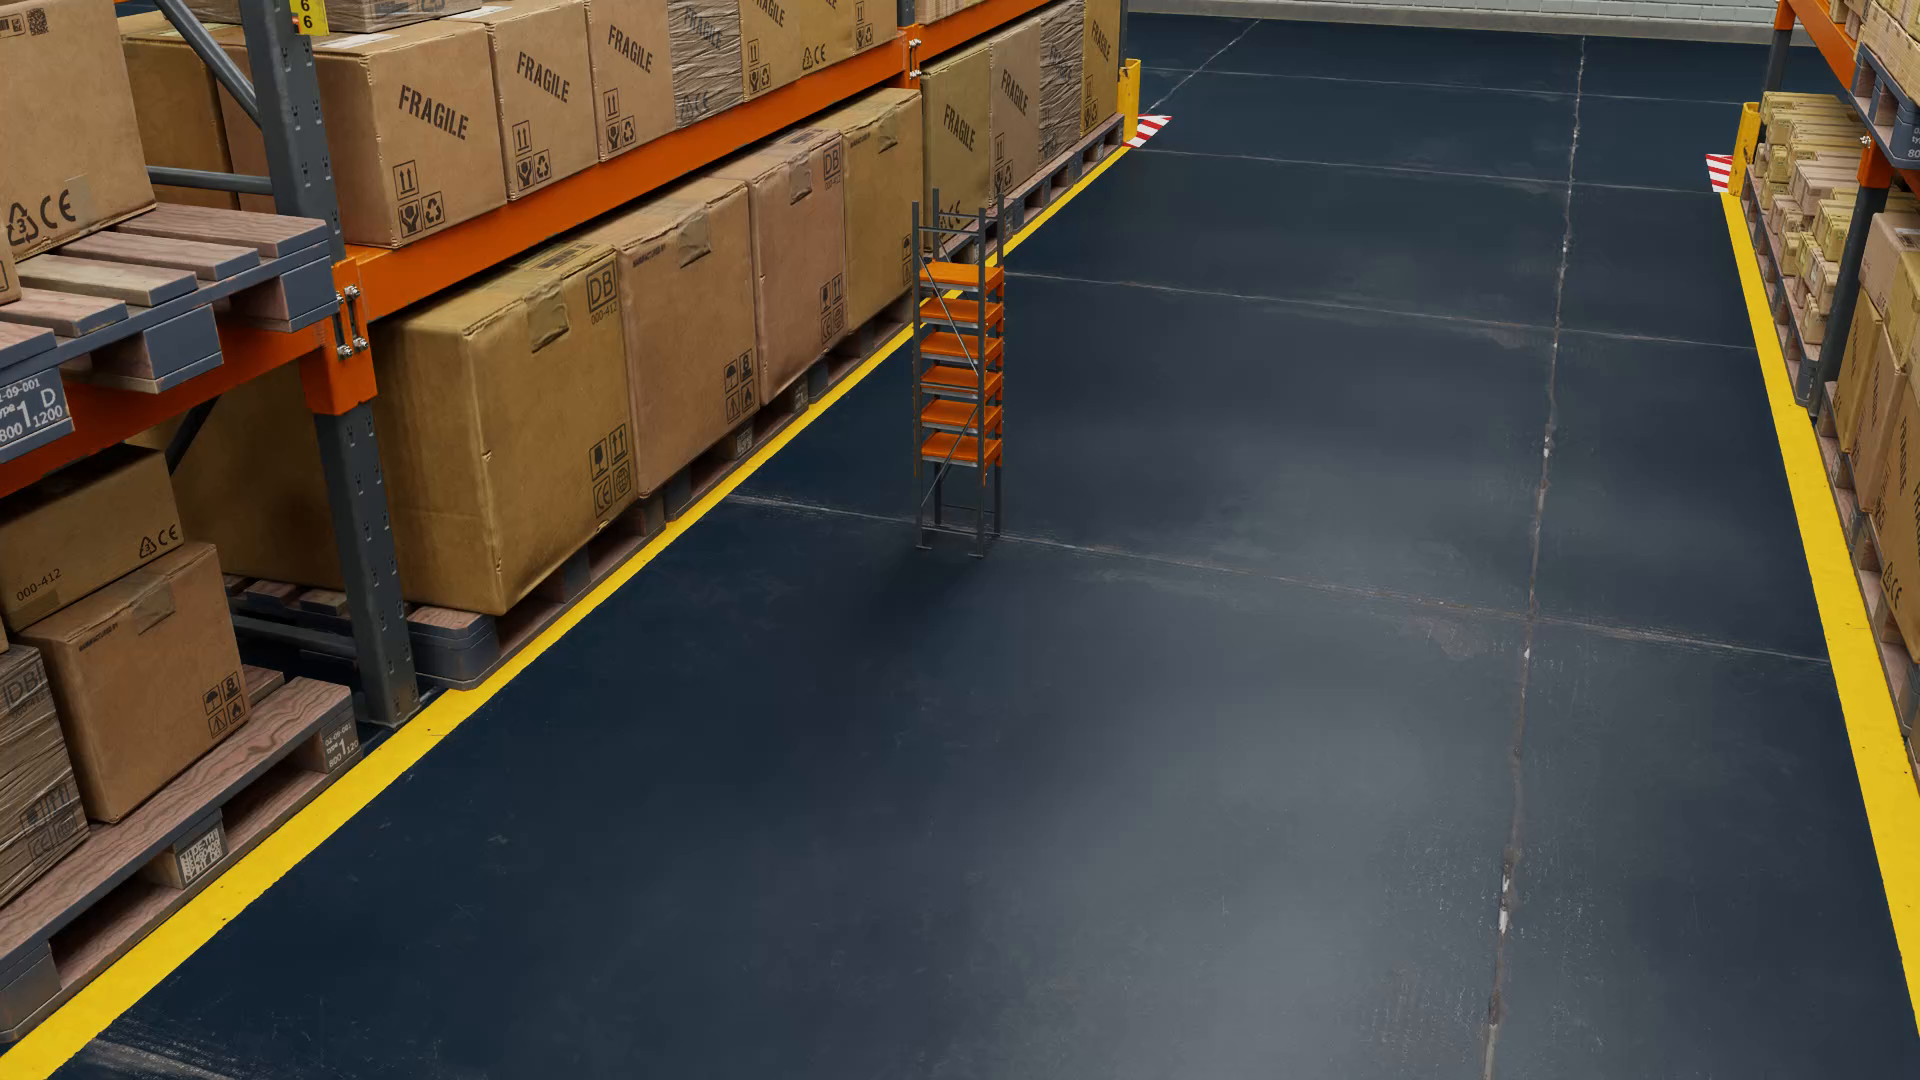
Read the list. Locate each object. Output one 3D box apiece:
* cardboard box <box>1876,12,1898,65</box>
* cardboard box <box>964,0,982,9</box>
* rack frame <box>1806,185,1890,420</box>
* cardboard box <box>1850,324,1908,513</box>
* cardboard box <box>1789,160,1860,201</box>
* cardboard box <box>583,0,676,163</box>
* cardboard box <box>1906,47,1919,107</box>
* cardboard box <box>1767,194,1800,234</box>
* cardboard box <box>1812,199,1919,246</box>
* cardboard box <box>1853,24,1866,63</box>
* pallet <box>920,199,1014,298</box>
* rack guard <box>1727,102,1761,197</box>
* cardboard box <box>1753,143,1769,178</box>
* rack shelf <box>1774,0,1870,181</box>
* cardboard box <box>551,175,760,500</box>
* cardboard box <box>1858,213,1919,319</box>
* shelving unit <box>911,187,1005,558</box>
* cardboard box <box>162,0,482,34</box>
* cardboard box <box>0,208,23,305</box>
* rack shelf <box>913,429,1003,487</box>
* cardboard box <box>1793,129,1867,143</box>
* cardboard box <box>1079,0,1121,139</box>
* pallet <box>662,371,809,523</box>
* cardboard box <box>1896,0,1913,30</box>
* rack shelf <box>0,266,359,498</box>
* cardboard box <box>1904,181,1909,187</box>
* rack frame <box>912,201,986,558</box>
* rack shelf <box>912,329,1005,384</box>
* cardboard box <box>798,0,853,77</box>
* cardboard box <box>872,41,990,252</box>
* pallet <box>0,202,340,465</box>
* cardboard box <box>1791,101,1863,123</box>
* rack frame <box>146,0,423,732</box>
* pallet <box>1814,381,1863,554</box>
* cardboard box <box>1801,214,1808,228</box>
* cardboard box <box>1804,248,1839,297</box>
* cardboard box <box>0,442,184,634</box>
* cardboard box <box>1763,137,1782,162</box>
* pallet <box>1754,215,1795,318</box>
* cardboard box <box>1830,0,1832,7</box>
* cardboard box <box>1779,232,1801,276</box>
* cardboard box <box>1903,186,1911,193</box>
[{"bbox_3d":[3.296,-1.661,5.545,0.380,0.149,0.250,9,27,18],"label":"cardboard box"},{"bbox_3d":[-0.109,-2.732,8.240,0.380,0.149,0.250,10,27,19],"label":"cardboard box"},{"bbox_3d":[3.948,-1.795,6.015,1.000,3.000,0.127,9,27,17],"label":"rack frame"},{"bbox_3d":[3.278,-0.376,5.471,0.500,0.500,0.500,10,28,20],"label":"cardboard box"},{"bbox_3d":[4.186,-1.699,7.925,0.380,0.149,0.250,8,27,16],"label":"cardboard box"},{"bbox_3d":[-1.272,-1.541,5.375,0.500,0.500,0.500,8,27,17],"label":"cardboard box"},{"bbox_3d":[3.041,-1.351,4.905,0.380,0.149,0.250,8,27,15],"label":"cardboard box"},{"bbox_3d":[4.368,-1.656,8.517,0.380,0.149,0.250,7,27,15],"label":"cardboard box"},{"bbox_3d":[3.945,-1.367,7.238,0.380,0.149,0.250,8,27,17],"label":"cardboard box"},{"bbox_3d":[3.805,-1.955,6.634,0.380,0.149,0.250,8,27,16],"label":"cardboard box"},{"bbox_3d":[-0.369,-1.602,8.816,1.003,0.211,1.213,9,27,17],"label":"pallet"},{"bbox_3d":[5.254,-2.283,9.891,1.175,0.500,0.348,9,27,17],"label":"rack guard"},{"bbox_3d":[4.803,-2.176,9.591,0.380,0.149,0.250,9,27,18],"label":"cardboard box"},{"bbox_3d":[4.614,-2.293,7.870,1.077,0.370,4.000,9,27,17],"label":"rack shelf"},{"bbox_3d":[-1.474,-0.791,5.897,1.225,0.875,0.875,9,27,18],"label":"cardboard box"},{"bbox_3d":[3.453,-0.931,5.757,0.500,0.250,0.500,8,27,15],"label":"cardboard box"},{"bbox_3d":[-0.005,-0.534,5.476,0.258,1.200,0.189,9,27,17],"label":"shelving unit"},{"bbox_3d":[-1.768,-1.707,4.567,0.797,0.503,0.637,10,27,19],"label":"cardboard box"},{"bbox_3d":[-2.260,-0.675,3.104,0.700,0.500,0.500,13,29,25],"label":"cardboard box"},{"bbox_3d":[-0.005,-0.278,5.600,0.258,0.103,0.180,9,27,17],"label":"rack shelf"},{"bbox_3d":[4.496,-2.004,8.554,0.380,0.149,0.250,10,28,19],"label":"cardboard box"},{"bbox_3d":[0.498,-3.158,10.786,0.875,0.875,0.875,9,27,17],"label":"cardboard box"},{"bbox_3d":[-1.286,-0.470,6.478,1.003,0.211,1.213,9,27,17],"label":"pallet"},{"bbox_3d":[3.213,-1.697,5.278,0.380,0.149,0.250,9,27,19],"label":"cardboard box"},{"bbox_3d":[-2.692,0.234,2.651,1.077,0.370,4.000,9,27,17],"label":"rack shelf"},{"bbox_3d":[4.863,-1.831,8.195,0.380,0.149,0.250,8,27,16],"label":"cardboard box"},{"bbox_3d":[-0.035,-0.496,5.399,0.240,1.200,0.006,9,27,17],"label":"rack frame"},{"bbox_3d":[-0.005,-0.602,5.443,0.258,0.103,0.180,9,27,17],"label":"rack shelf"},{"bbox_3d":[-0.765,-2.167,6.668,0.500,0.500,0.500,10,27,19],"label":"cardboard box"},{"bbox_3d":[-0.401,-2.048,8.495,0.875,0.875,0.875,9,27,17],"label":"cardboard box"},{"bbox_3d":[-2.163,-0.517,3.597,1.213,0.211,1.003,9,27,17],"label":"pallet"},{"bbox_3d":[4.806,-2.316,9.198,0.380,0.149,0.250,9,27,18],"label":"cardboard box"},{"bbox_3d":[-2.027,-0.912,4.192,1.000,3.000,0.127,9,27,17],"label":"rack frame"},{"bbox_3d":[3.690,-0.220,5.962,1.003,0.211,1.213,9,27,17],"label":"pallet"},{"bbox_3d":[4.254,-1.540,7.936,0.380,0.149,0.250,7,27,15],"label":"cardboard box"},{"bbox_3d":[3.831,-1.123,7.076,0.380,0.149,0.250,7,27,15],"label":"cardboard box"},{"bbox_3d":[-2.221,-0.043,3.900,0.500,0.250,0.500,10,28,20],"label":"cardboard box"},{"bbox_3d":[4.718,-2.196,9.292,0.380,0.149,0.250,9,27,17],"label":"cardboard box"},{"bbox_3d":[4.542,-1.324,8.243,1.003,0.211,1.213,9,27,17],"label":"pallet"},{"bbox_3d":[4.391,-2.592,7.949,0.380,0.149,0.250,10,27,19],"label":"cardboard box"},{"bbox_3d":[4.102,-1.337,7.859,0.380,0.149,0.250,9,27,17],"label":"cardboard box"},{"bbox_3d":[5.041,-1.792,8.457,0.380,0.149,0.250,9,27,18],"label":"cardboard box"}]
